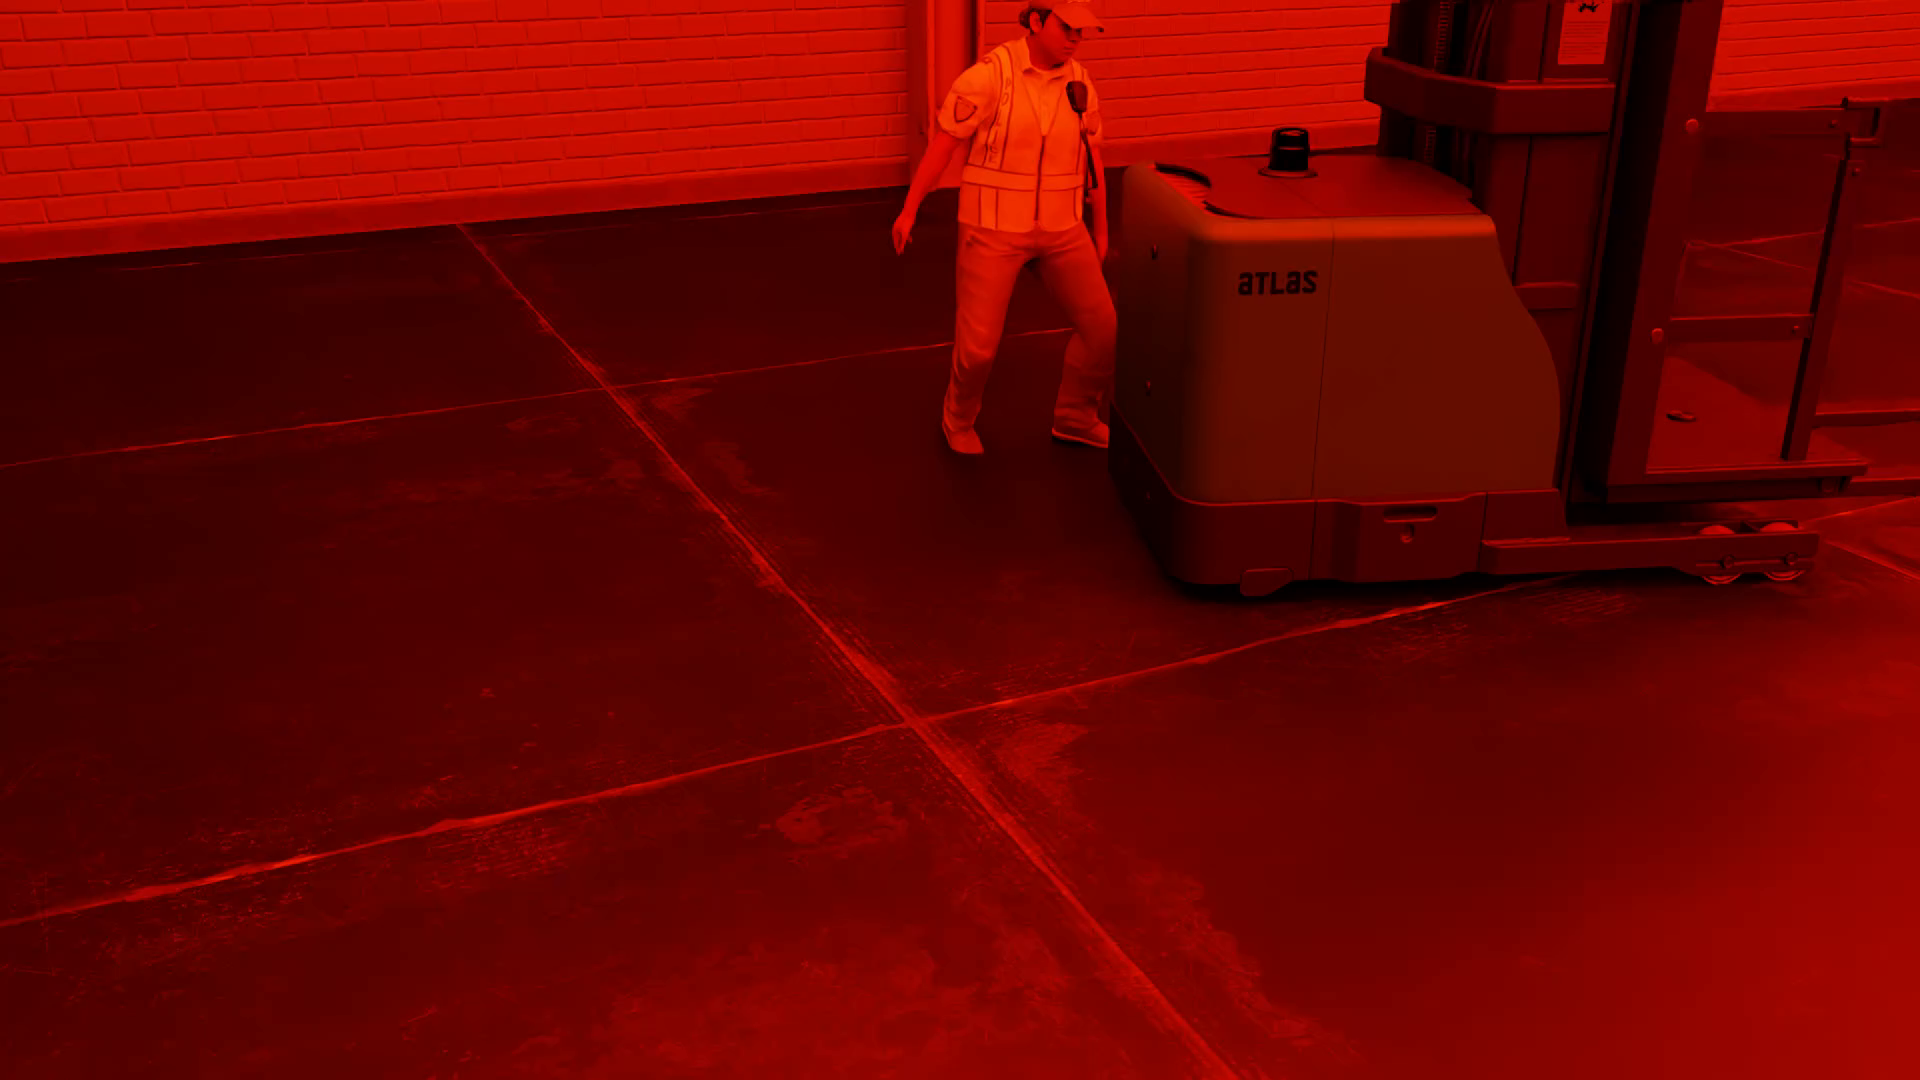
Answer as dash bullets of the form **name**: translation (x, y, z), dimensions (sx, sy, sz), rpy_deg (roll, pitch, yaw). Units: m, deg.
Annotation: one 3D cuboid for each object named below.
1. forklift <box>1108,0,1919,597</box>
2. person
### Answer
- **forklift**: translation (2.041, -1.425, 4.717), dimensions (3.031, 2.935, 1.130), rpy_deg (-3, 23, -6)
- **person**: translation (0.194, -1.033, 5.582), dimensions (0.840, 1.645, 0.506), rpy_deg (-6, 23, -14)
